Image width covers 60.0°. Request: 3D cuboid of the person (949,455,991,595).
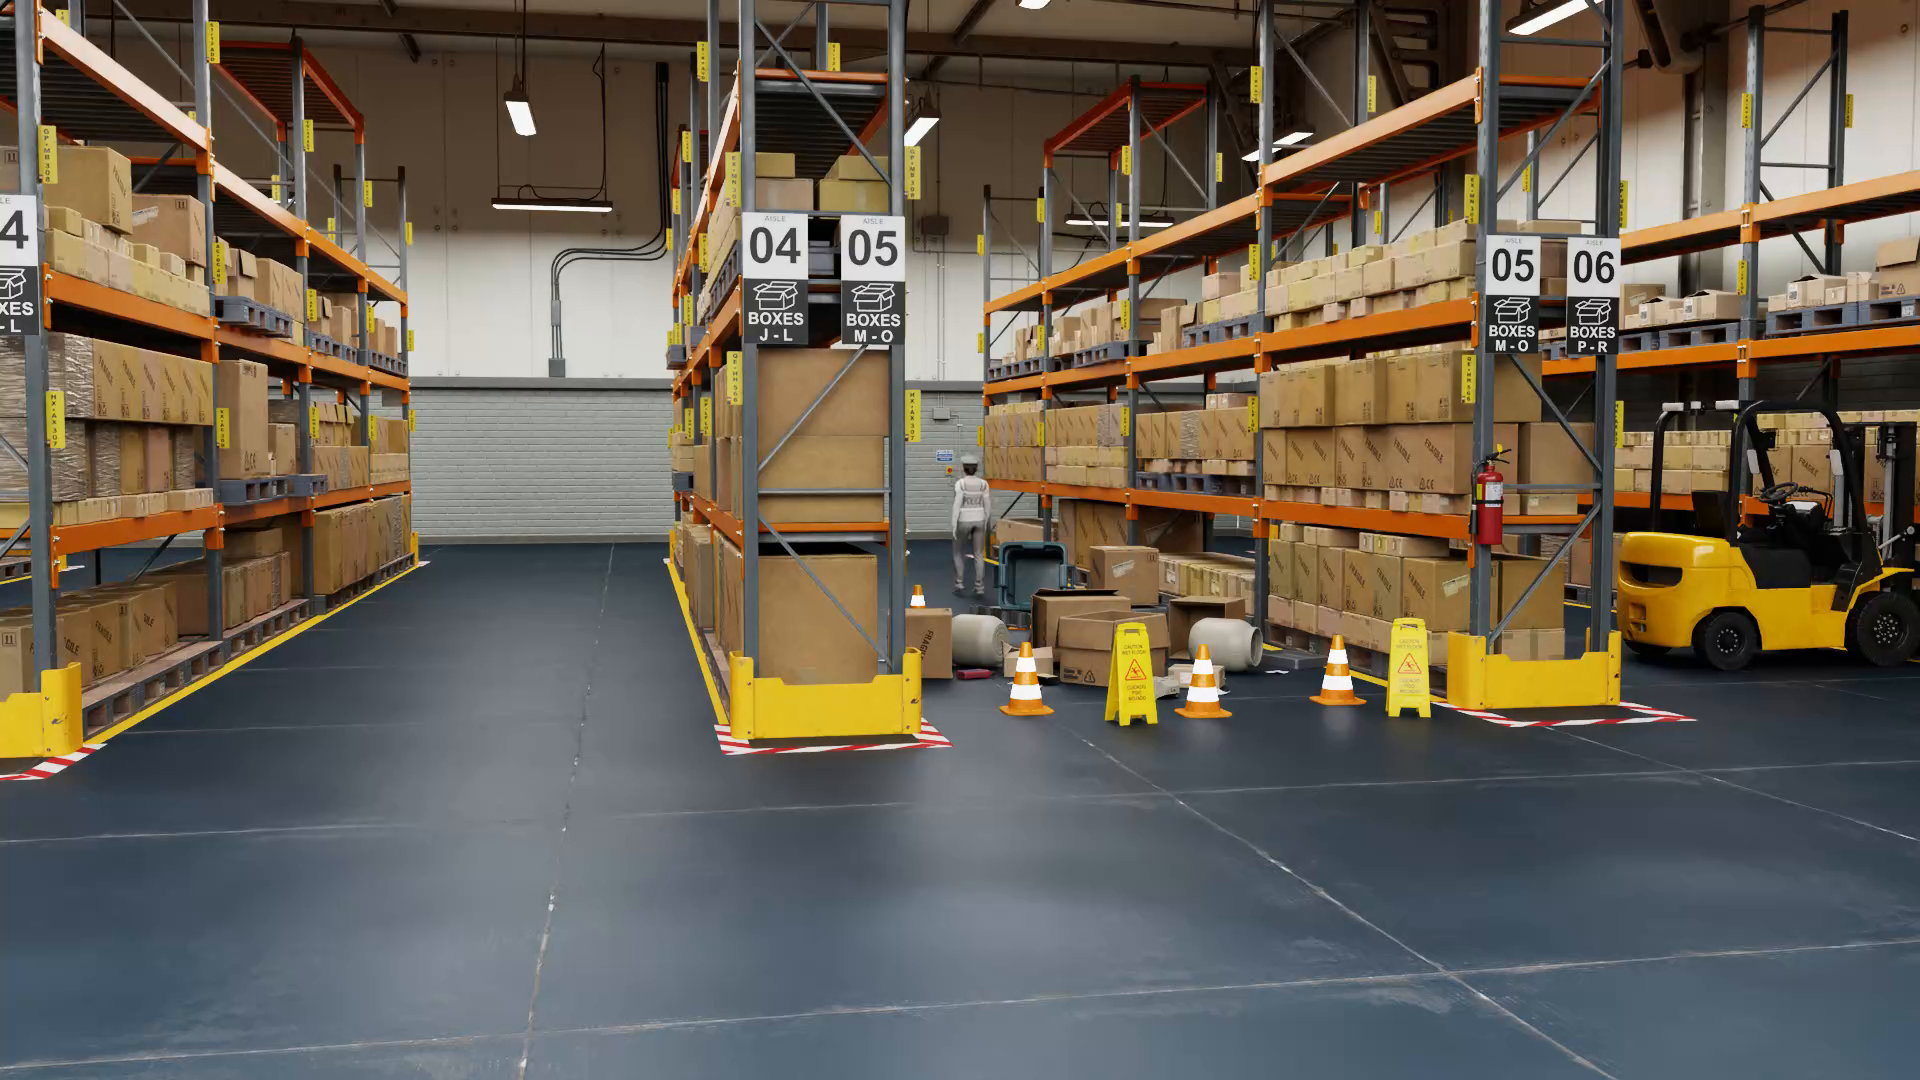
[{"bbox_3d":[0.112,-0.160,19.940,0.522,1.724,0.696,-1,3,-15],"label":"person"}]
